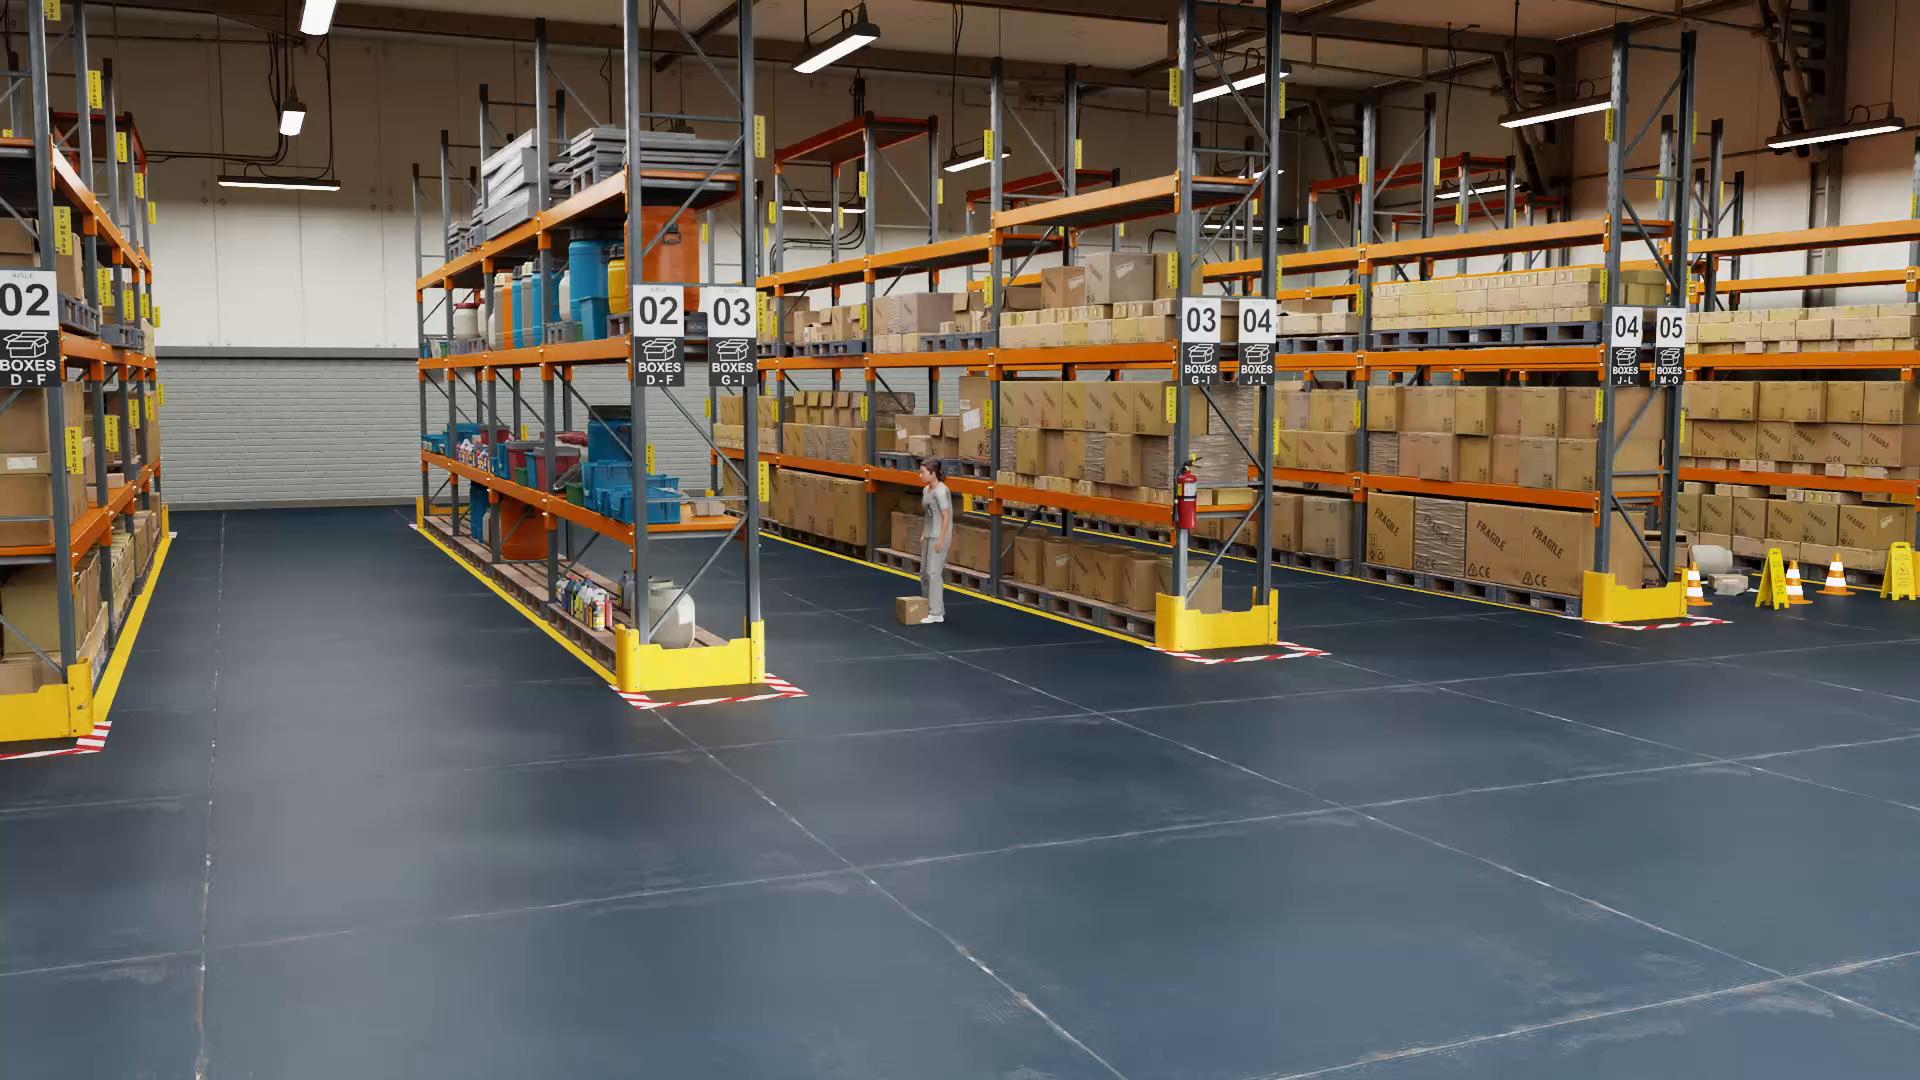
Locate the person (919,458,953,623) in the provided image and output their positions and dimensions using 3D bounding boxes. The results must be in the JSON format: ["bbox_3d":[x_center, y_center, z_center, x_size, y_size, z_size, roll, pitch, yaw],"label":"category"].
[{"bbox_3d":[-0.289,0.000,16.970,0.411,1.672,0.485,-2,6,-24],"label":"person"}]
